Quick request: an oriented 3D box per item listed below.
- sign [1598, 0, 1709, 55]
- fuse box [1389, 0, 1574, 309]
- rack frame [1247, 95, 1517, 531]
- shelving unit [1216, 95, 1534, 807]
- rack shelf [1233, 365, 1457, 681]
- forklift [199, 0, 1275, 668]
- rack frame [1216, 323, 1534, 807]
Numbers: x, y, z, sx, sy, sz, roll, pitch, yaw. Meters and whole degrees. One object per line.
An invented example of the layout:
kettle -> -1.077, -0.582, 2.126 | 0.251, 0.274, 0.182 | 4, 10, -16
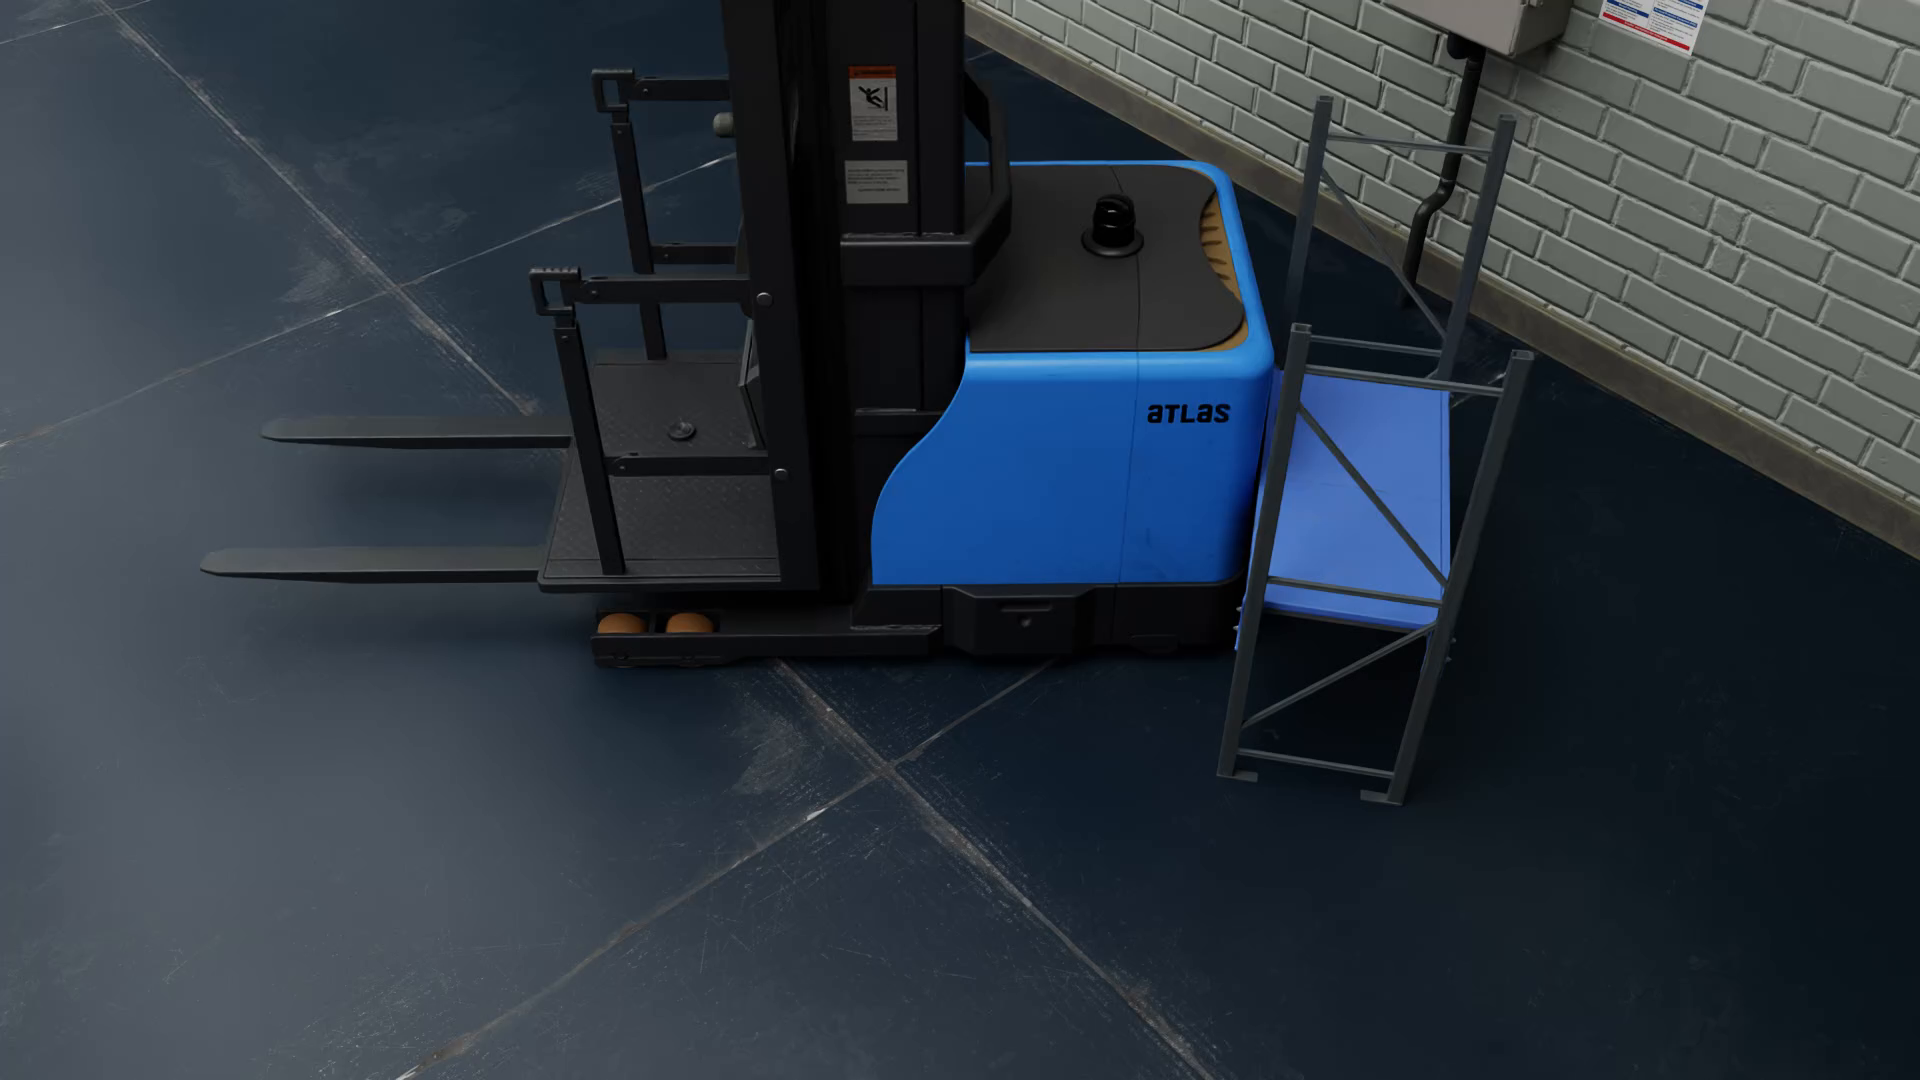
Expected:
sign -> 2.117, -1.739, 4.980 | 0.001, 0.494, 0.329 | -30, 51, -28
fuse box -> 1.642, -1.472, 5.568 | 0.414, 1.711, 0.539 | -30, 51, -28
rack frame -> 1.160, -0.553, 4.744 | 0.500, 1.500, 0.032 | 8, 44, 9
shelving unit -> 1.055, -0.213, 4.381 | 0.538, 1.500, 1.048 | 8, 44, 9
rack shelf -> 1.055, -0.082, 4.504 | 0.538, 0.185, 1.000 | 8, 44, 9
forklift -> -0.704, -1.061, 4.239 | 3.031, 2.935, 1.130 | 0, 43, -1
rack frame -> 0.951, 0.128, 4.018 | 0.500, 1.500, 0.032 | 8, 44, 9
